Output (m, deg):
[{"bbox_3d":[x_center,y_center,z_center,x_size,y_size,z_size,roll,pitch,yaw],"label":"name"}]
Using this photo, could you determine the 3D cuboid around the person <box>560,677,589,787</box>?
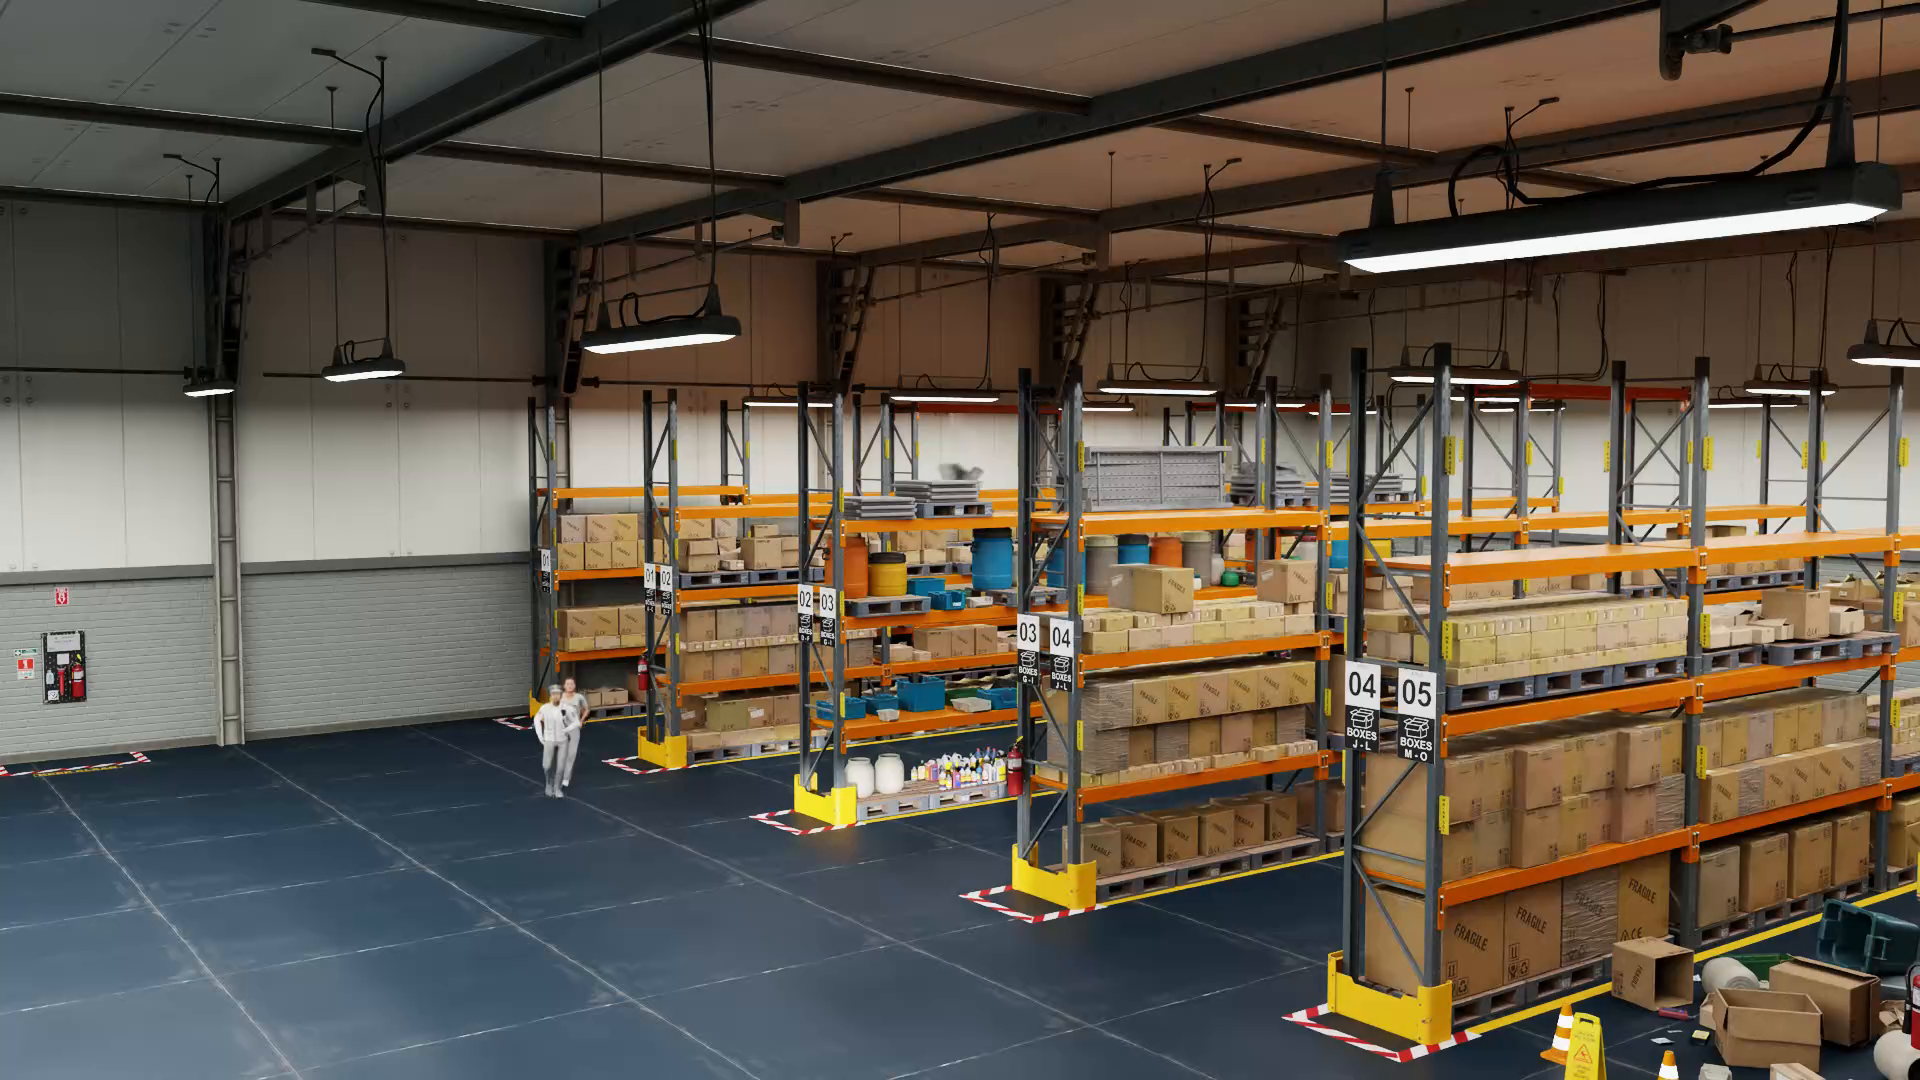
[{"bbox_3d":[-5.902,2.872,25.153,0.570,1.630,0.684,-1,3,-14],"label":"person"}]

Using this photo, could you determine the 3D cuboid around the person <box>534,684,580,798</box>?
[{"bbox_3d":[-5.806,2.903,23.935,0.667,1.666,0.532,0,3,-7],"label":"person"}]

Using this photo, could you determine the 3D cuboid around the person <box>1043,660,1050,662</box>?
[{"bbox_3d":[1.840,2.351,33.721,0.729,1.743,0.594,-2,4,-36],"label":"person"}]
